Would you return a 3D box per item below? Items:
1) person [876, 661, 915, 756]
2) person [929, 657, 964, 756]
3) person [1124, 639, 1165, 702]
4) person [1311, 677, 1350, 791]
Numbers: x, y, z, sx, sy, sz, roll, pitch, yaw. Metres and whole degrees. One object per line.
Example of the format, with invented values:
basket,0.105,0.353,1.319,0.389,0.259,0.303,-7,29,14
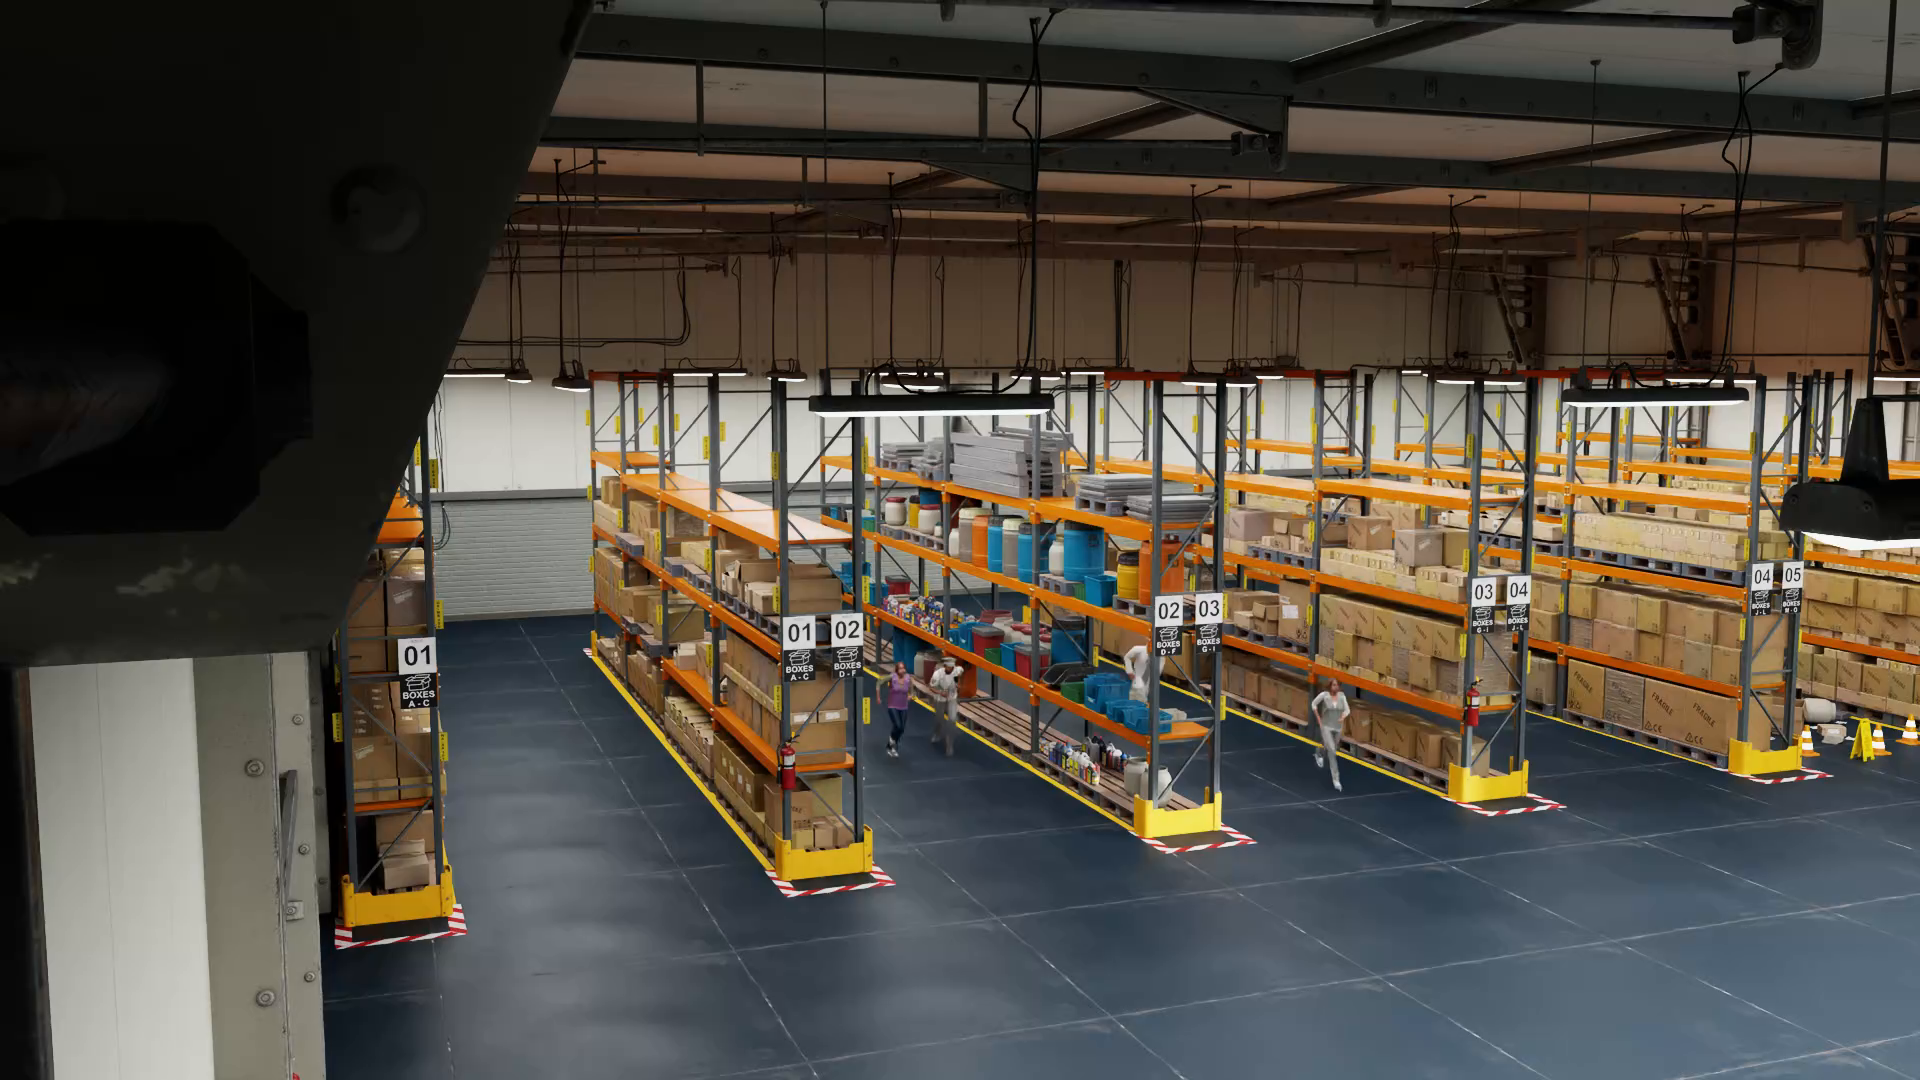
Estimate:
person,-0.980,2.657,26.030,0.571,1.547,0.654,-2,7,-20
person,-0.238,2.610,26.633,0.618,1.623,0.973,-2,7,-15
person,3.083,2.383,28.454,0.716,1.636,1.092,-3,7,-22
person,5.489,2.810,24.622,0.497,1.619,1.005,-2,7,-15
